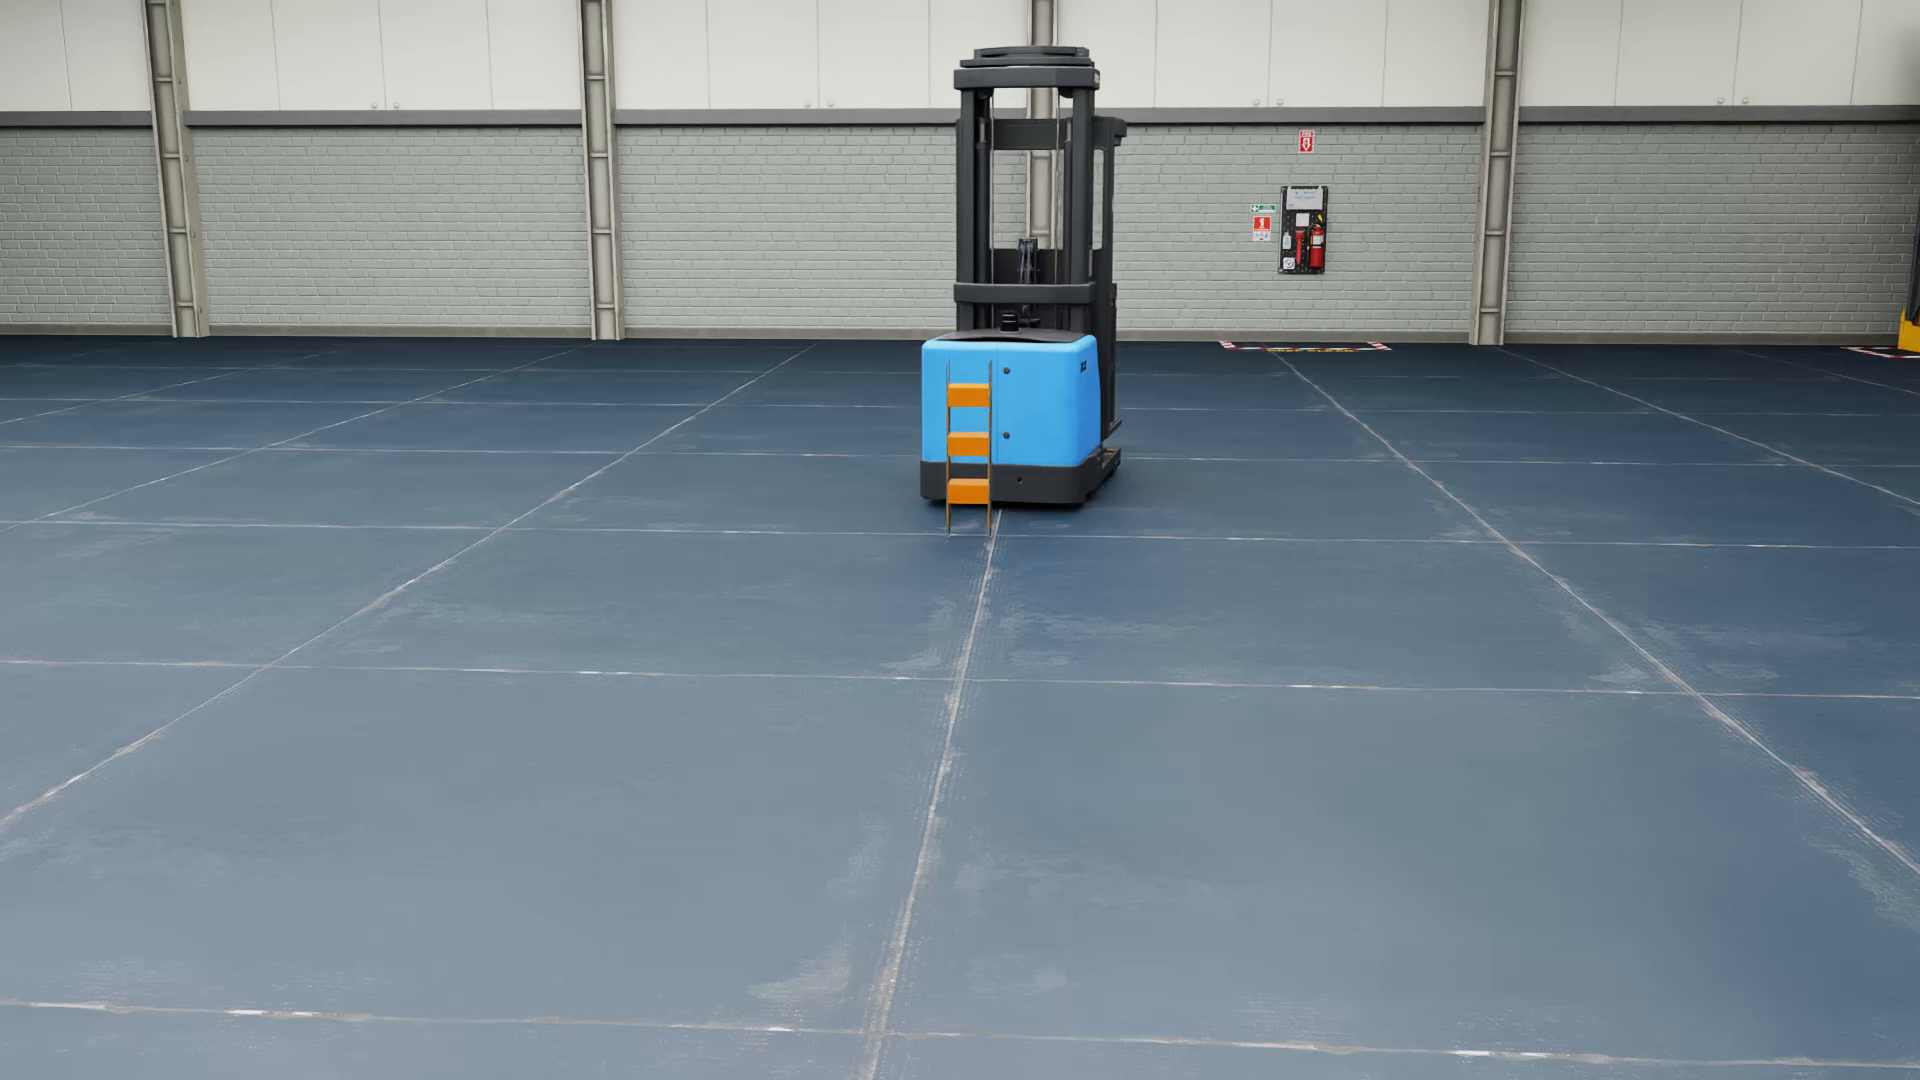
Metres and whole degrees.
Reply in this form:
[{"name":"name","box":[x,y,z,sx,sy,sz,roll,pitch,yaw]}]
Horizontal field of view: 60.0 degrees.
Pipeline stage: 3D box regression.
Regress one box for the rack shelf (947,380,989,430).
[{"name":"rack shelf","box":[0.053,-0.781,9.601,0.240,0.259,0.215,1,12,4]}]

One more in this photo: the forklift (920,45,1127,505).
[{"name":"forklift","box":[0.566,-1.913,11.756,1.130,2.935,3.031,3,12,12]}]

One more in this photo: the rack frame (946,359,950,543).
[{"name":"rack frame","box":[-0.068,-0.515,9.665,0.008,1.050,0.200,1,12,4]}]

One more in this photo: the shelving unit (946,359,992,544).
[{"name":"shelving unit","box":[0.053,-0.513,9.657,0.252,1.050,0.215,1,12,4]}]

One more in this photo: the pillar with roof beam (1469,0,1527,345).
[{"name":"pillar with roof beam","box":[6.789,-6.165,17.260,0.400,9.000,9.100,1,12,4]}]

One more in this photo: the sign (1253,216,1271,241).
[{"name":"sign","box":[4.069,-4.195,22.411,0.234,0.329,0.001,1,12,4]}]

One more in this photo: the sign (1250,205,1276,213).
[{"name":"sign","box":[4.073,-4.453,22.348,0.331,0.109,0.001,1,12,4]}]

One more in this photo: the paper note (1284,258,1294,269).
[{"name":"paper note","box":[4.442,-3.735,22.447,0.142,0.148,0.016,1,12,4]}]

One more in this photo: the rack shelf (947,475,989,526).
[{"name":"rack shelf","box":[0.053,-0.231,9.716,0.240,0.259,0.215,1,12,4]}]

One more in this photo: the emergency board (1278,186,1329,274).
[{"name":"emergency board","box":[4.614,-4.149,22.278,0.643,1.169,0.194,1,12,4]}]

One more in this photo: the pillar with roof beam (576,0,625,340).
[{"name":"pillar with roof beam","box":[-5.184,-6.329,18.045,0.400,9.000,9.100,1,12,4]}]

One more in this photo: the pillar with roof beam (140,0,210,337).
[{"name":"pillar with roof beam","box":[-11.170,-6.411,18.438,0.400,9.000,9.100,1,12,4]}]

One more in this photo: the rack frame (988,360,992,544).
[{"name":"rack frame","box":[0.175,-0.511,9.649,0.008,1.050,0.200,1,12,4]}]

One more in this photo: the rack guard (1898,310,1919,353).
[{"name":"rack guard","box":[12.383,-2.634,21.139,0.348,0.500,1.175,1,12,4]}]

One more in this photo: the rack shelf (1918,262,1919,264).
[{"name":"rack shelf","box":[14.303,-3.479,20.830,4.000,0.370,1.077,1,12,4]}]

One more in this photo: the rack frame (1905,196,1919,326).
[{"name":"rack frame","box":[12.307,-3.858,20.888,0.127,3.000,1.000,1,12,4]}]

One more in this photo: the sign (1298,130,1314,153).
[{"name":"sign","box":[4.612,-5.304,22.138,0.199,0.298,0.001,1,12,4]}]

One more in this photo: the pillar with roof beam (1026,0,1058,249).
[{"name":"pillar with roof beam","box":[0.803,-6.247,17.653,0.400,9.000,9.100,1,12,4]}]

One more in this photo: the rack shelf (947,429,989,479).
[{"name":"rack shelf","box":[0.053,-0.503,9.659,0.240,0.259,0.215,1,12,4]}]
